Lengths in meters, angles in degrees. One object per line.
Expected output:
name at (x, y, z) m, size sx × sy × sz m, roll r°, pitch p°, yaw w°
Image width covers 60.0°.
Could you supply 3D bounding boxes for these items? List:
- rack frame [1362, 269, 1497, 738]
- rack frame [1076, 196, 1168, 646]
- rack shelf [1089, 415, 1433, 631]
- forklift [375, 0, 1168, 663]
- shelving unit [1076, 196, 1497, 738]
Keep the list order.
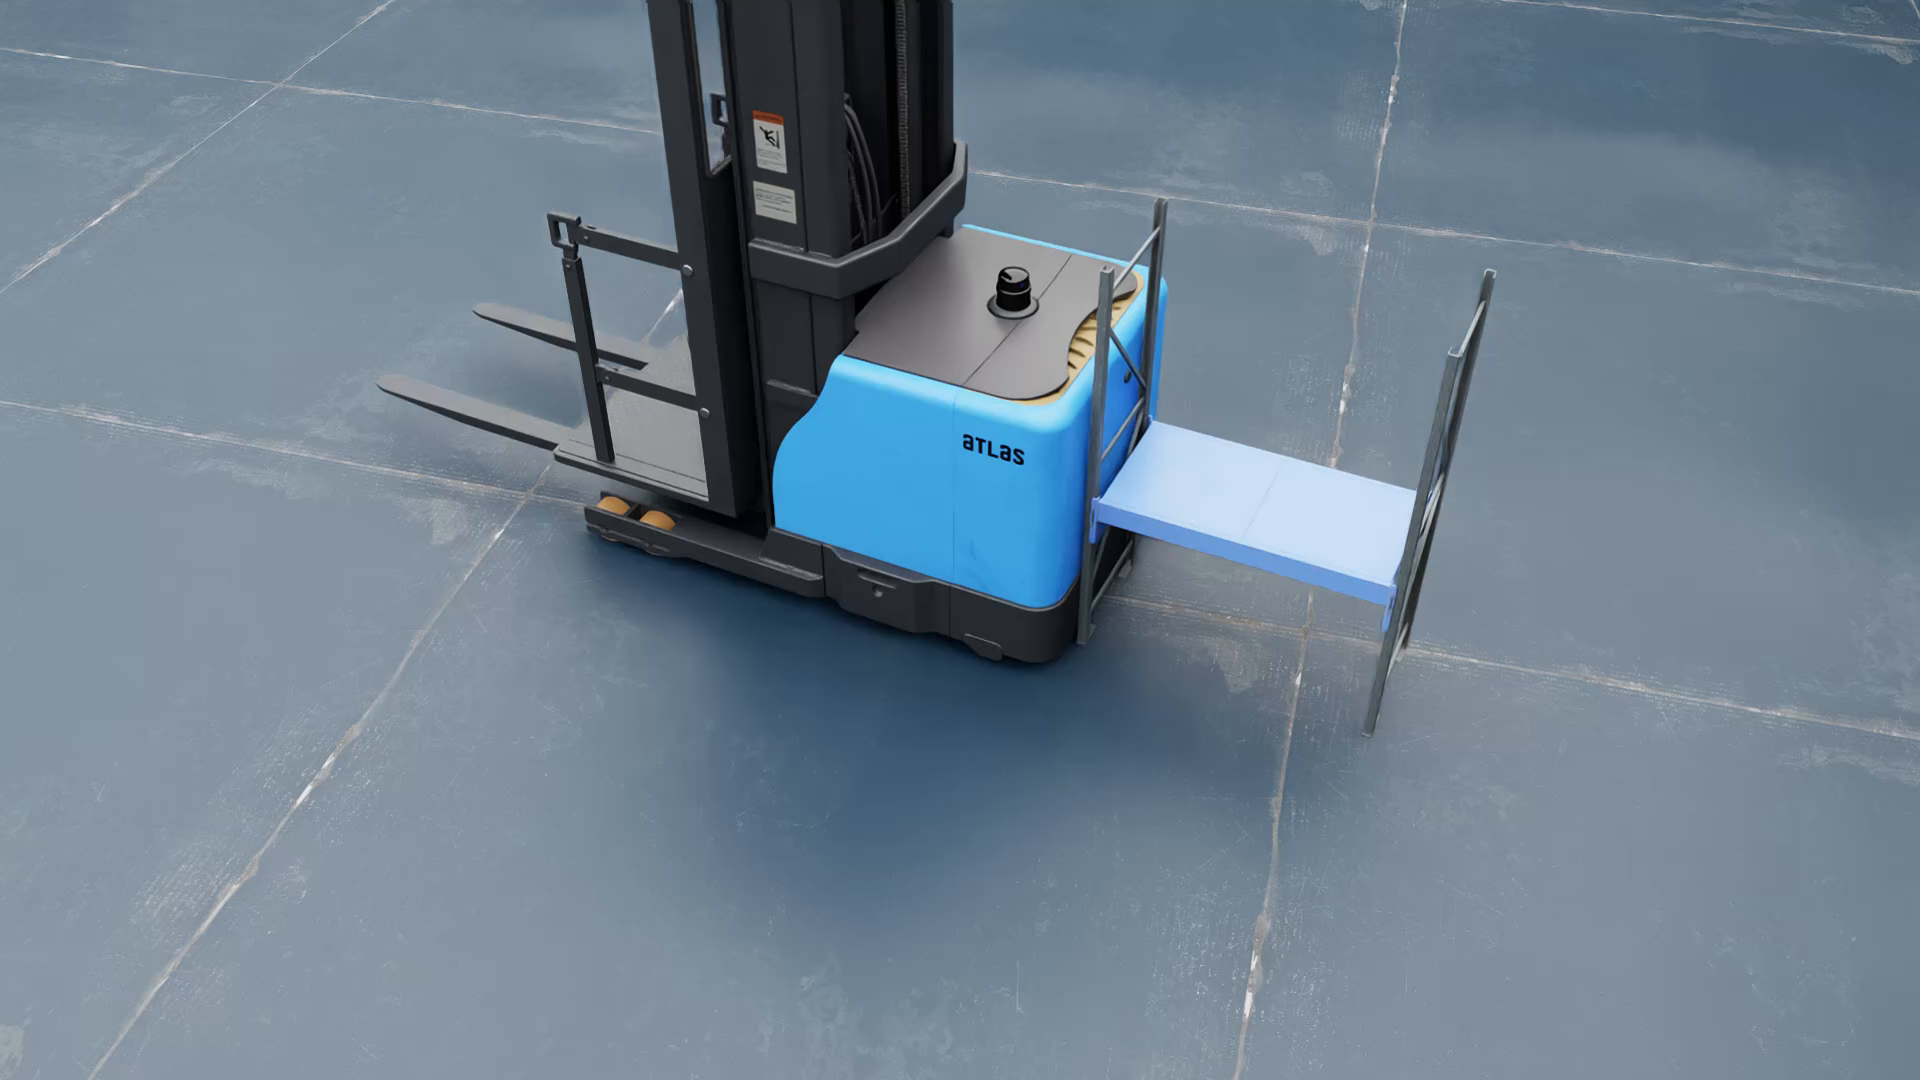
rack frame at (1.447, -0.071, 5.168) m, size 0.032 × 1.500 × 0.500 m, roll 17°, pitch 43°, yaw 19°
rack frame at (0.529, -0.353, 5.504) m, size 0.032 × 1.500 × 0.500 m, roll 17°, pitch 43°, yaw 19°
rack shelf at (0.988, -0.074, 5.452) m, size 1.000 × 0.185 × 0.538 m, roll 17°, pitch 43°, yaw 19°
forklift at (-0.833, -1.352, 5.581) m, size 3.031 × 2.935 × 1.130 m, roll 17°, pitch 43°, yaw 19°
shelving unit at (0.988, -0.212, 5.336) m, size 1.048 × 1.500 × 0.538 m, roll 17°, pitch 43°, yaw 19°
